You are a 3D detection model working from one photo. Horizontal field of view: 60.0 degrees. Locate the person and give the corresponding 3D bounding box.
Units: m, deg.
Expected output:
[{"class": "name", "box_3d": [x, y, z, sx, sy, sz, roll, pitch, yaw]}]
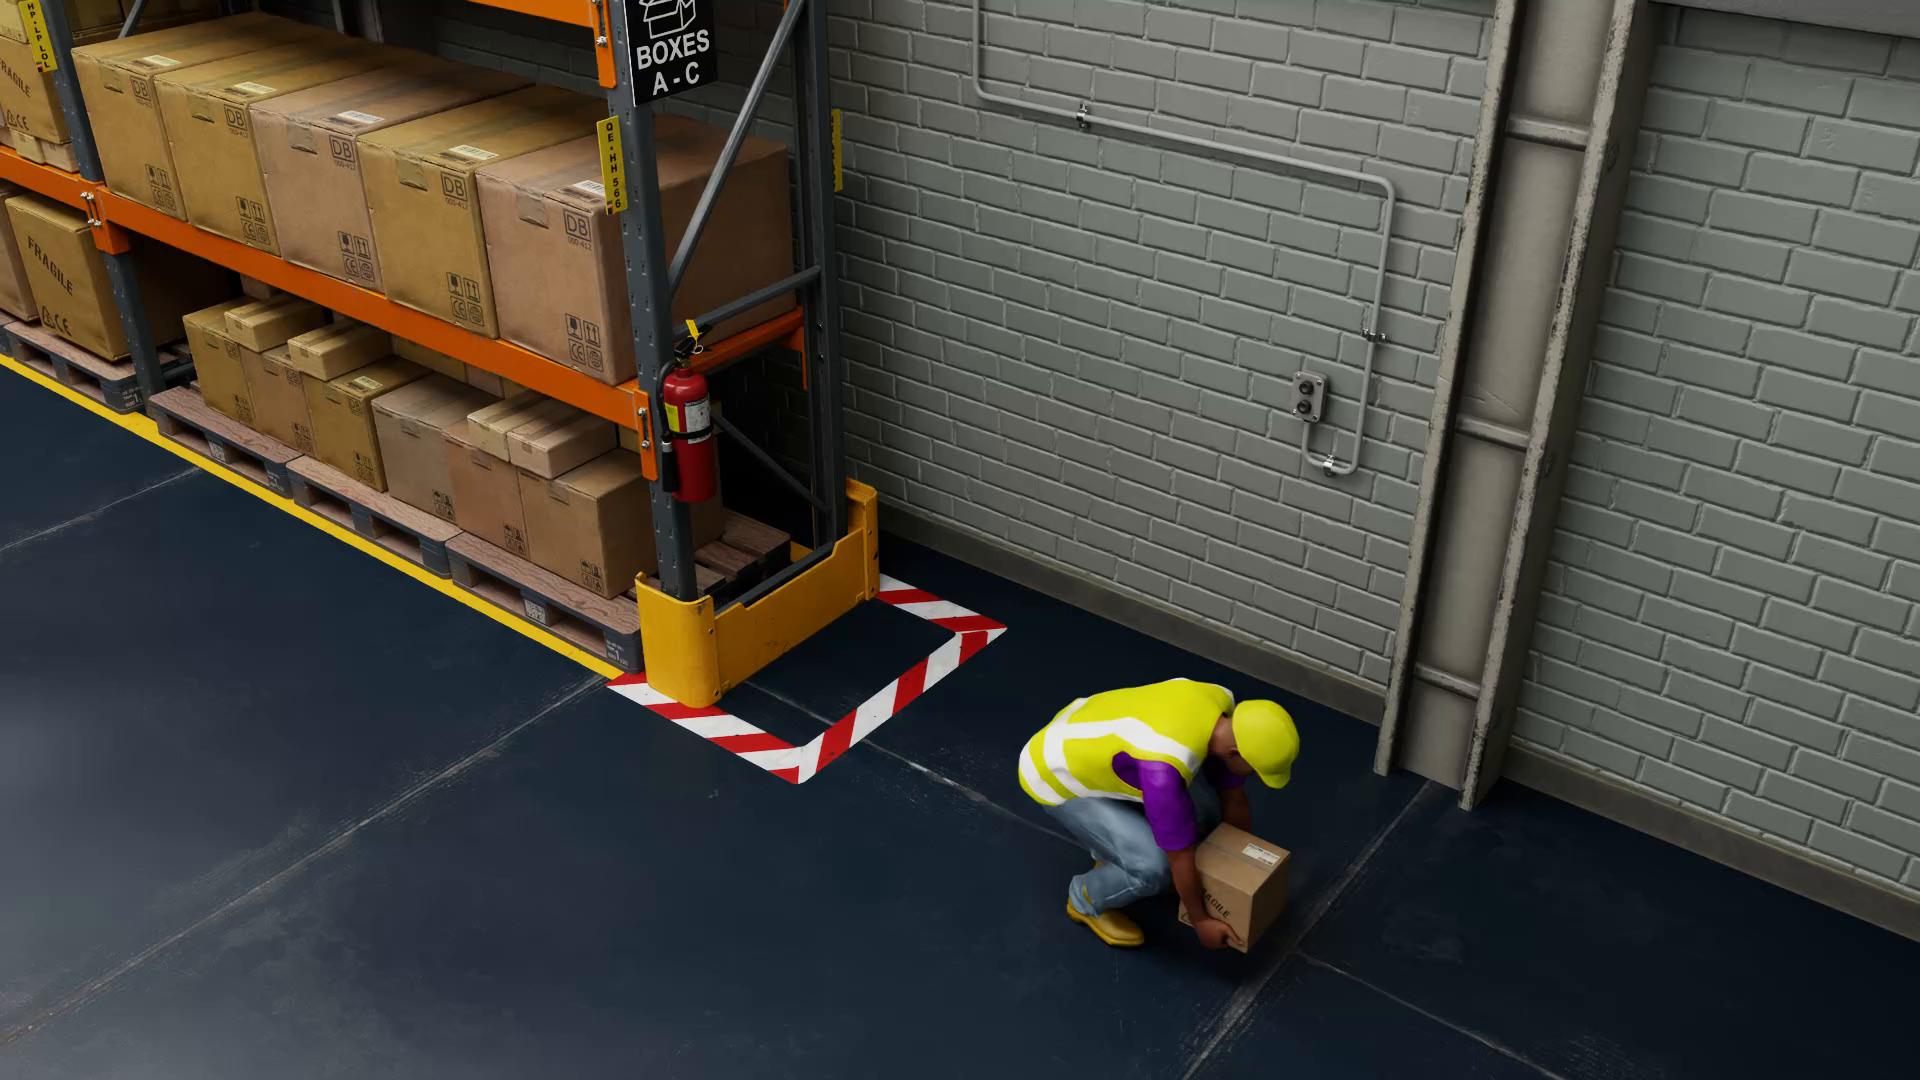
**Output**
[{"class": "person", "box_3d": [0.644, 0.843, 5.431, 0.897, 1.017, 0.537, 20, 36, 30]}]
